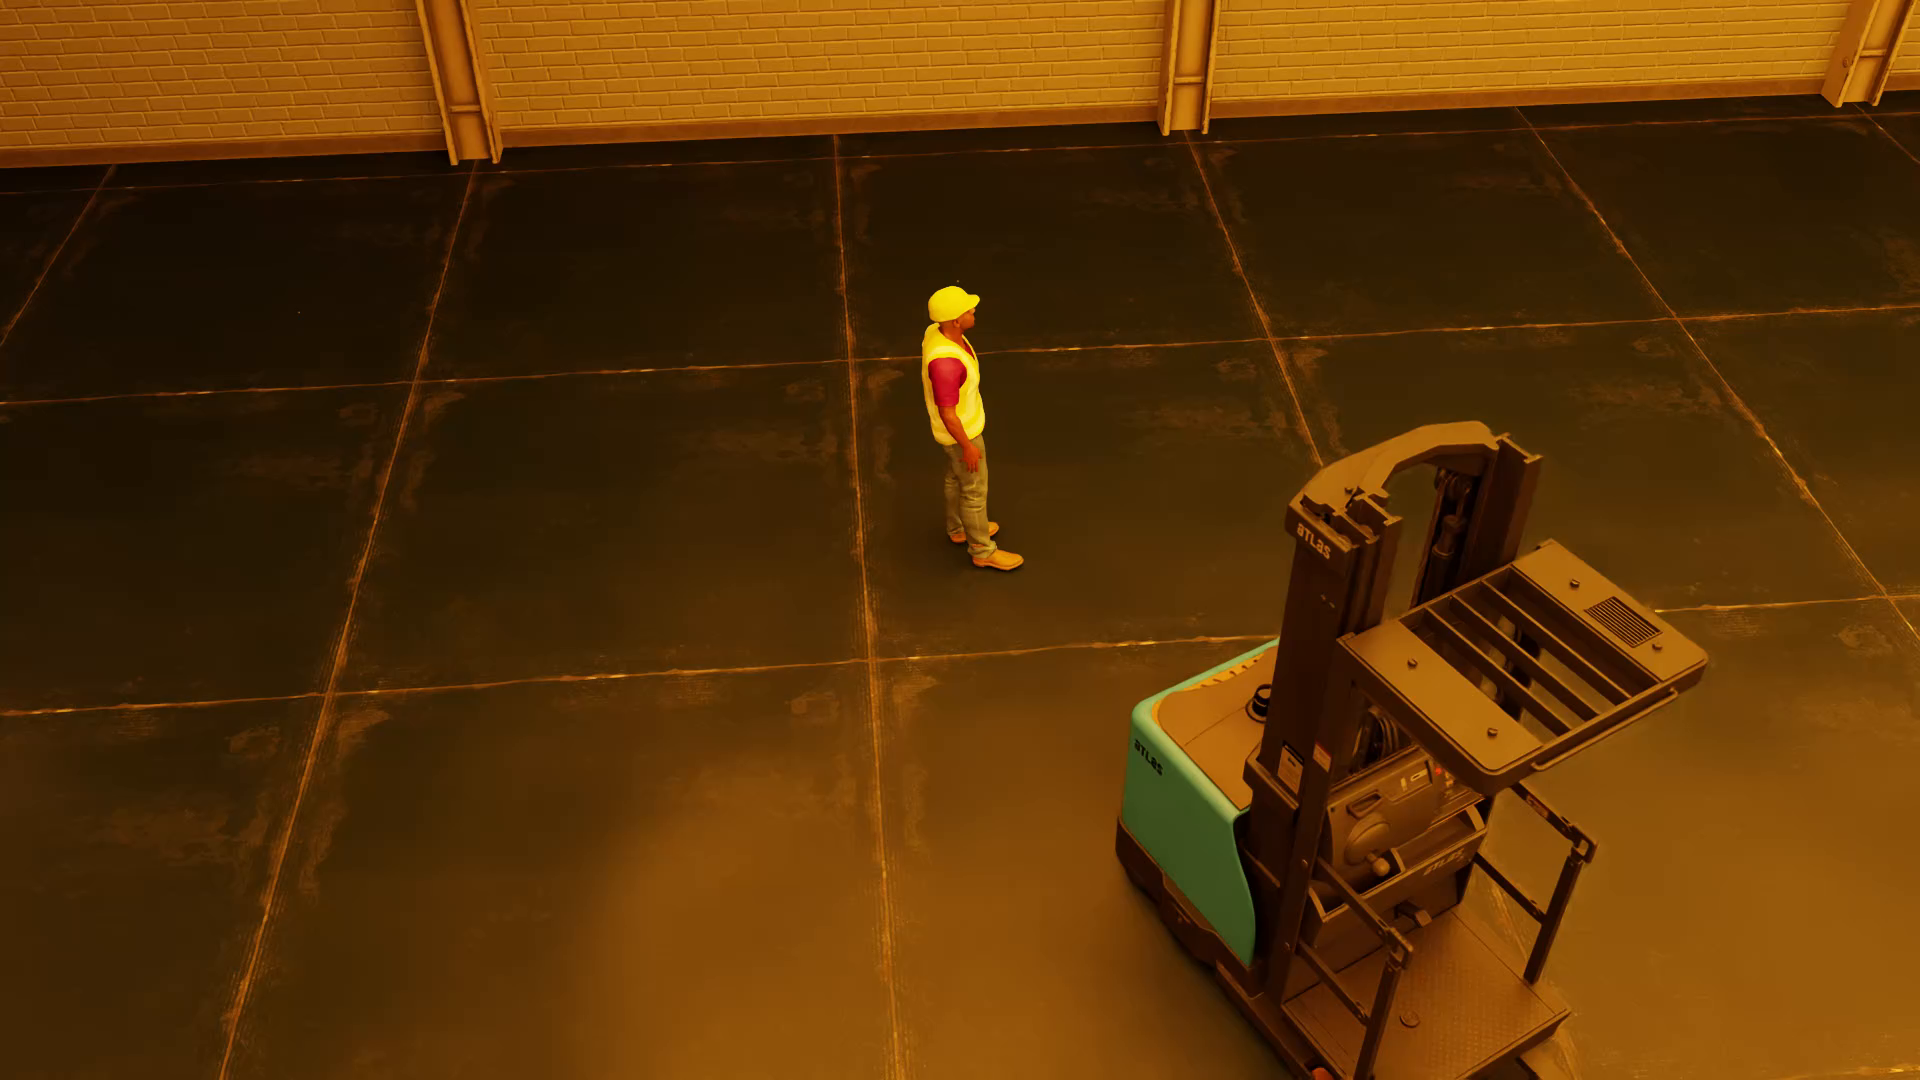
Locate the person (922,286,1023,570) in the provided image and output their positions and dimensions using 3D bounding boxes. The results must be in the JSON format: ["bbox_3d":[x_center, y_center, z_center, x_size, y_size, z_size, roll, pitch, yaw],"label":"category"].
[{"bbox_3d":[0.069,-0.677,9.614,0.577,1.765,0.665,-3,41,-4],"label":"person"}]

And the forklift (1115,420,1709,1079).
[{"bbox_3d":[1.966,1.123,6.625,1.130,2.935,3.031,-21,45,-23],"label":"forklift"}]
